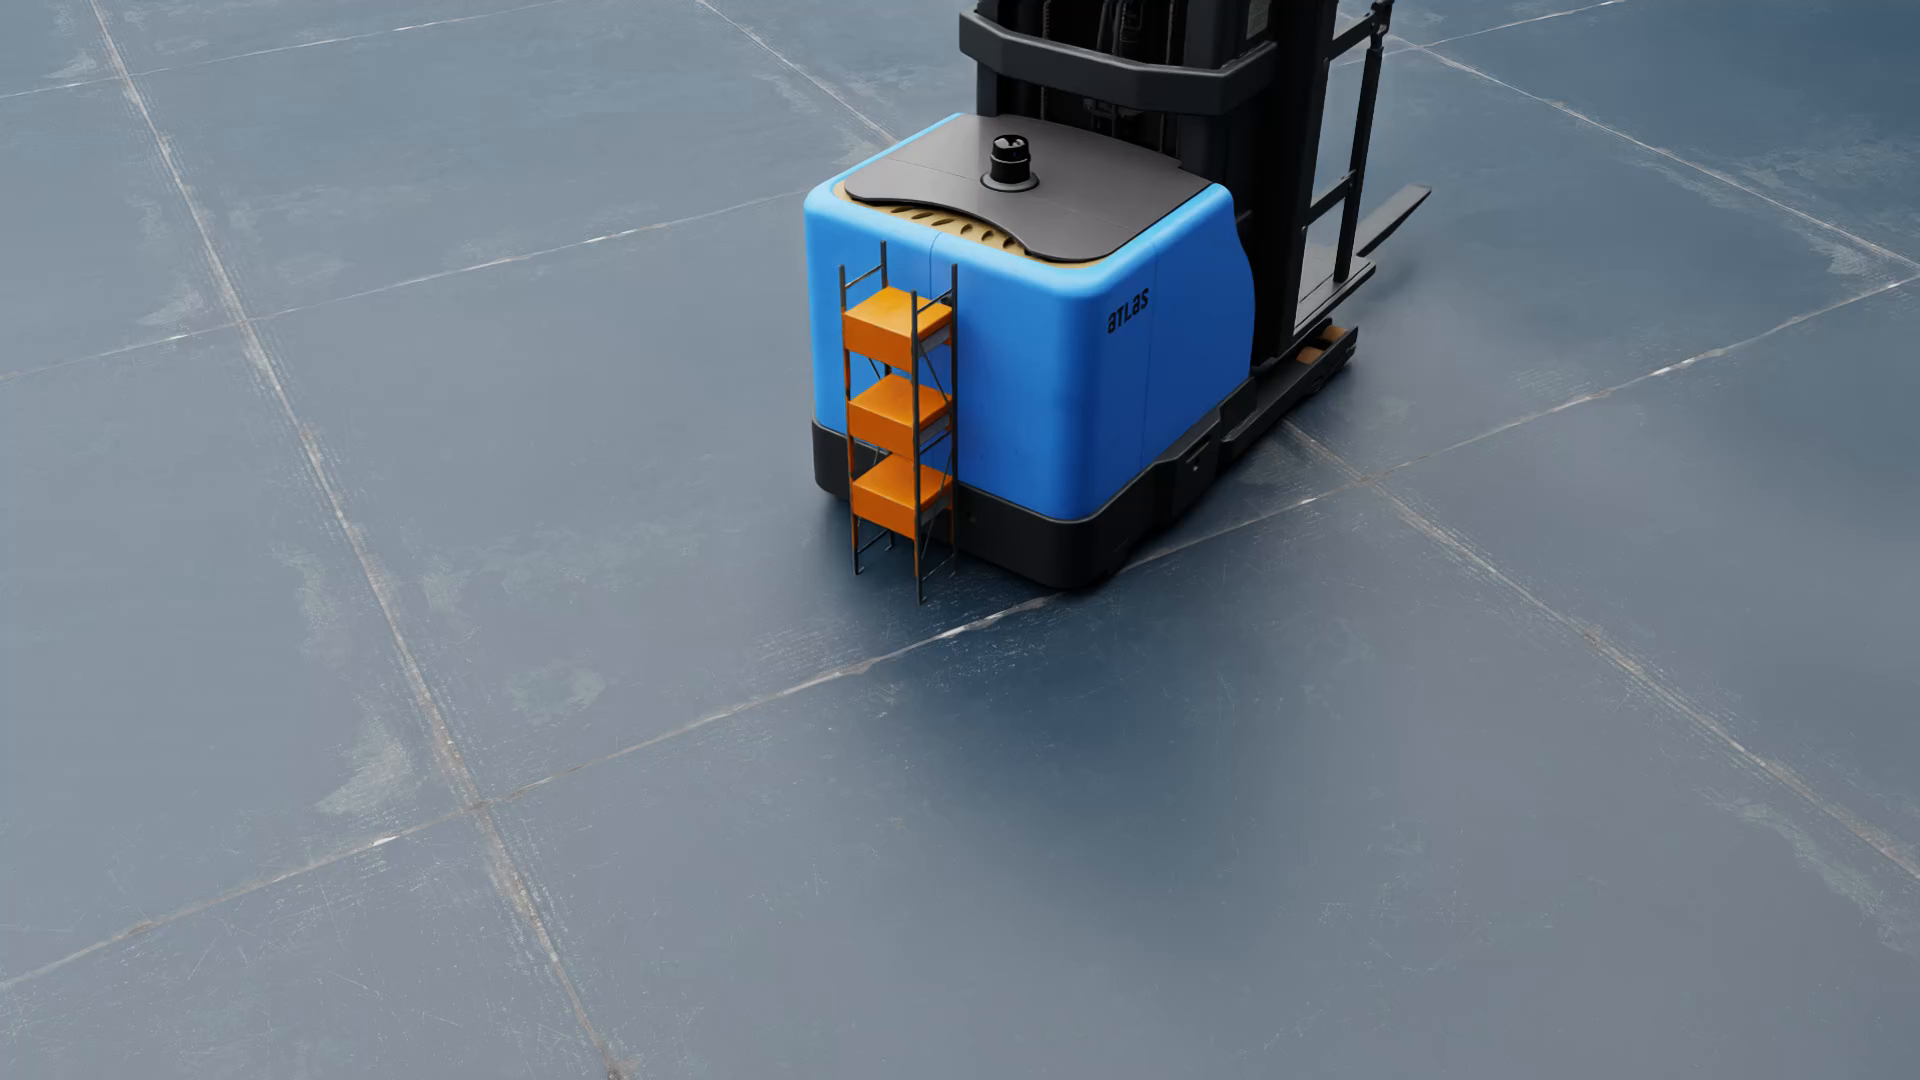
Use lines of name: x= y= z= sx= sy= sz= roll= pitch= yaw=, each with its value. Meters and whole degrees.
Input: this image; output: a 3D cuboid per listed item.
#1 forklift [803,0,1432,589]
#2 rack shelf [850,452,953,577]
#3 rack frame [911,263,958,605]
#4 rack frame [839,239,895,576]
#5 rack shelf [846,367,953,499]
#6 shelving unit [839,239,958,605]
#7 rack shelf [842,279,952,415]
forklift: x=0.797 y=-1.861 z=5.312 sx=1.130 sy=2.935 sz=3.031 roll=23 pitch=42 yaw=28
rack shelf: x=-0.166 y=-0.086 z=4.967 sx=0.240 sy=0.259 sz=0.215 roll=23 pitch=42 yaw=28
rack frame: x=-0.067 y=-0.277 z=4.739 sx=0.008 sy=1.050 sz=0.200 roll=23 pitch=42 yaw=28
rack frame: x=-0.265 y=-0.361 z=4.854 sx=0.008 sy=1.050 sz=0.200 roll=23 pitch=42 yaw=28
rack shelf: x=-0.166 y=-0.310 z=4.803 sx=0.240 sy=0.259 sz=0.215 roll=23 pitch=42 yaw=28
shelving unit: x=-0.166 y=-0.319 z=4.796 sx=0.252 sy=1.050 sz=0.215 roll=23 pitch=42 yaw=28
rack shelf: x=-0.167 y=-0.539 z=4.635 sx=0.240 sy=0.259 sz=0.215 roll=23 pitch=42 yaw=28
